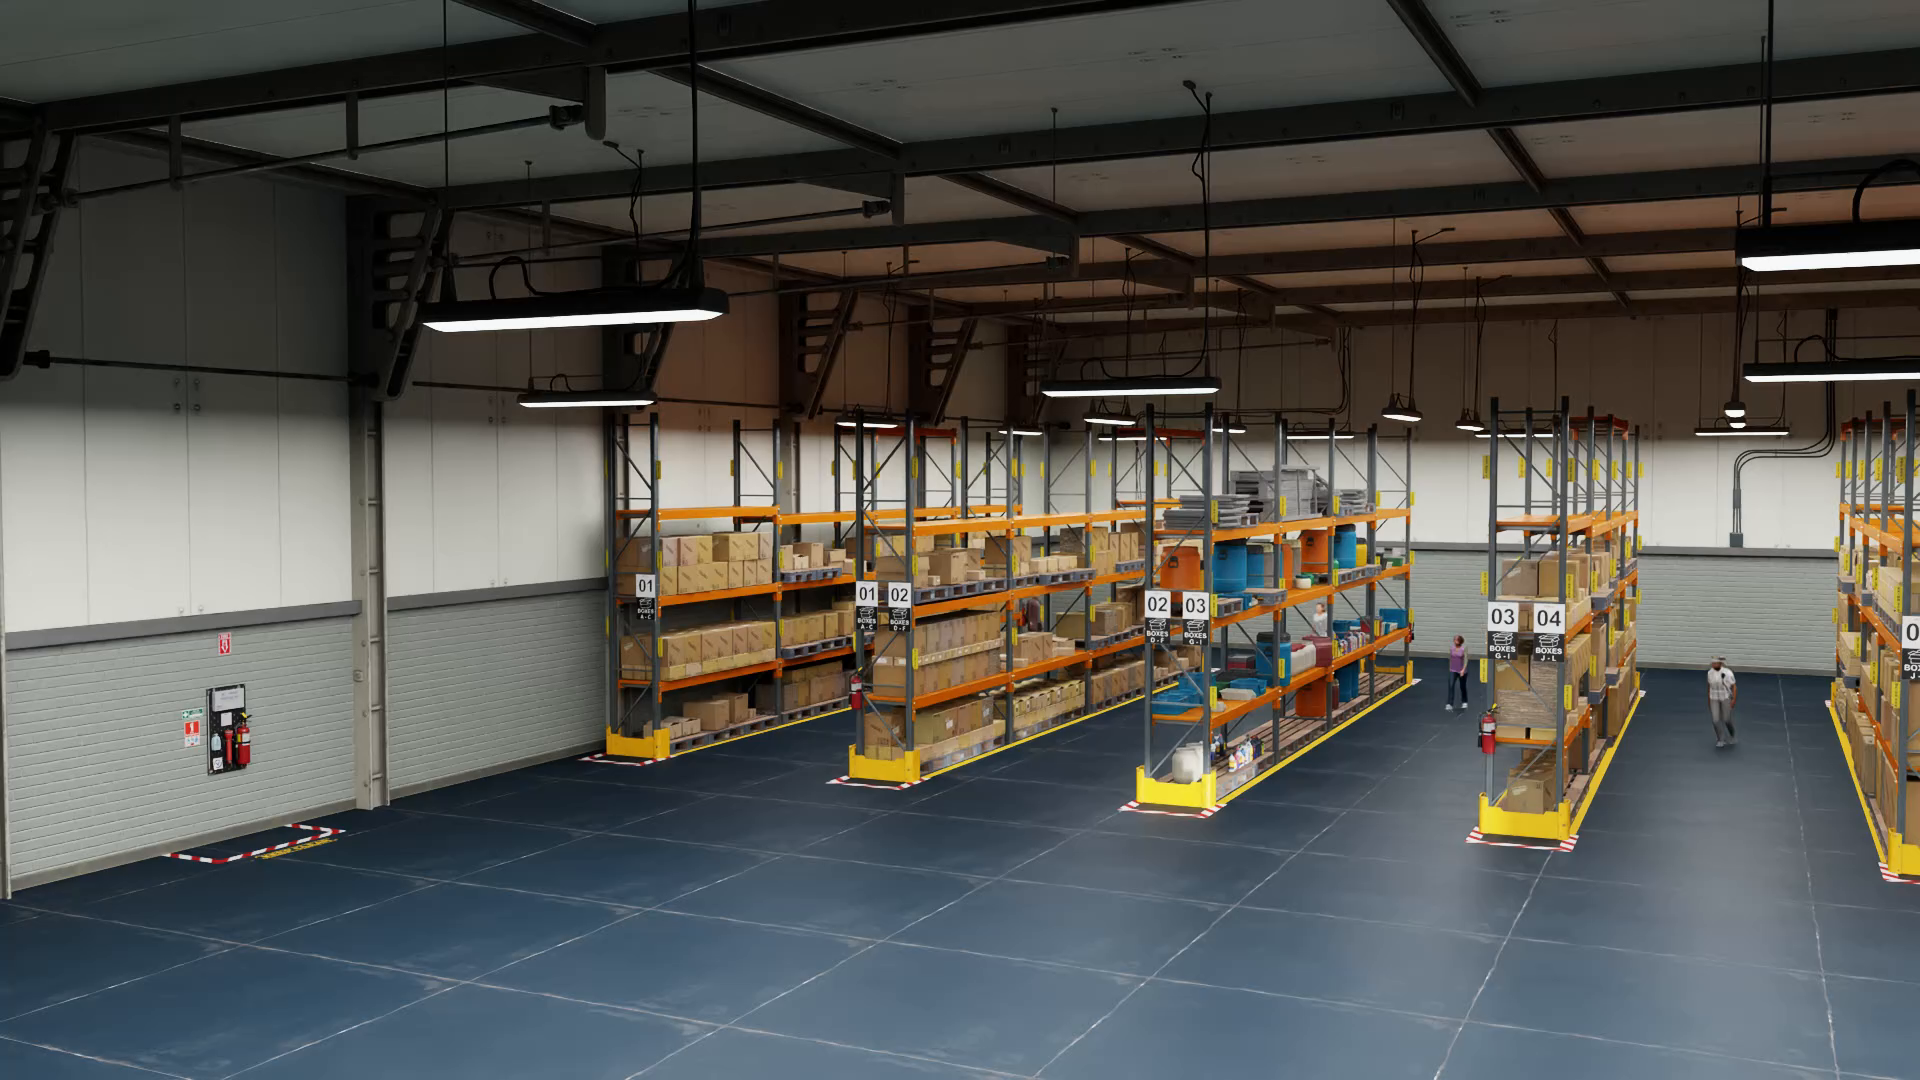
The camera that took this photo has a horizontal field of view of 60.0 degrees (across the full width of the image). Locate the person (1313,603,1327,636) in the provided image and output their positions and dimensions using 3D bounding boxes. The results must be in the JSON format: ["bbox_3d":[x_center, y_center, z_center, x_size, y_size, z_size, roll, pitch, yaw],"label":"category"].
[{"bbox_3d":[9.149,2.405,42.216,0.455,1.604,1.064,1,3,26],"label":"person"}]

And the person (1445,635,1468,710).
[{"bbox_3d":[10.349,2.749,34.593,0.432,1.552,0.903,2,3,36],"label":"person"}]

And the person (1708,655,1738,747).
[{"bbox_3d":[13.863,2.910,30.238,0.521,1.658,0.506,2,3,44],"label":"person"}]

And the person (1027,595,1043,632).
[{"bbox_3d":[1.956,2.214,44.662,0.631,1.770,0.616,2,3,35],"label":"person"}]
